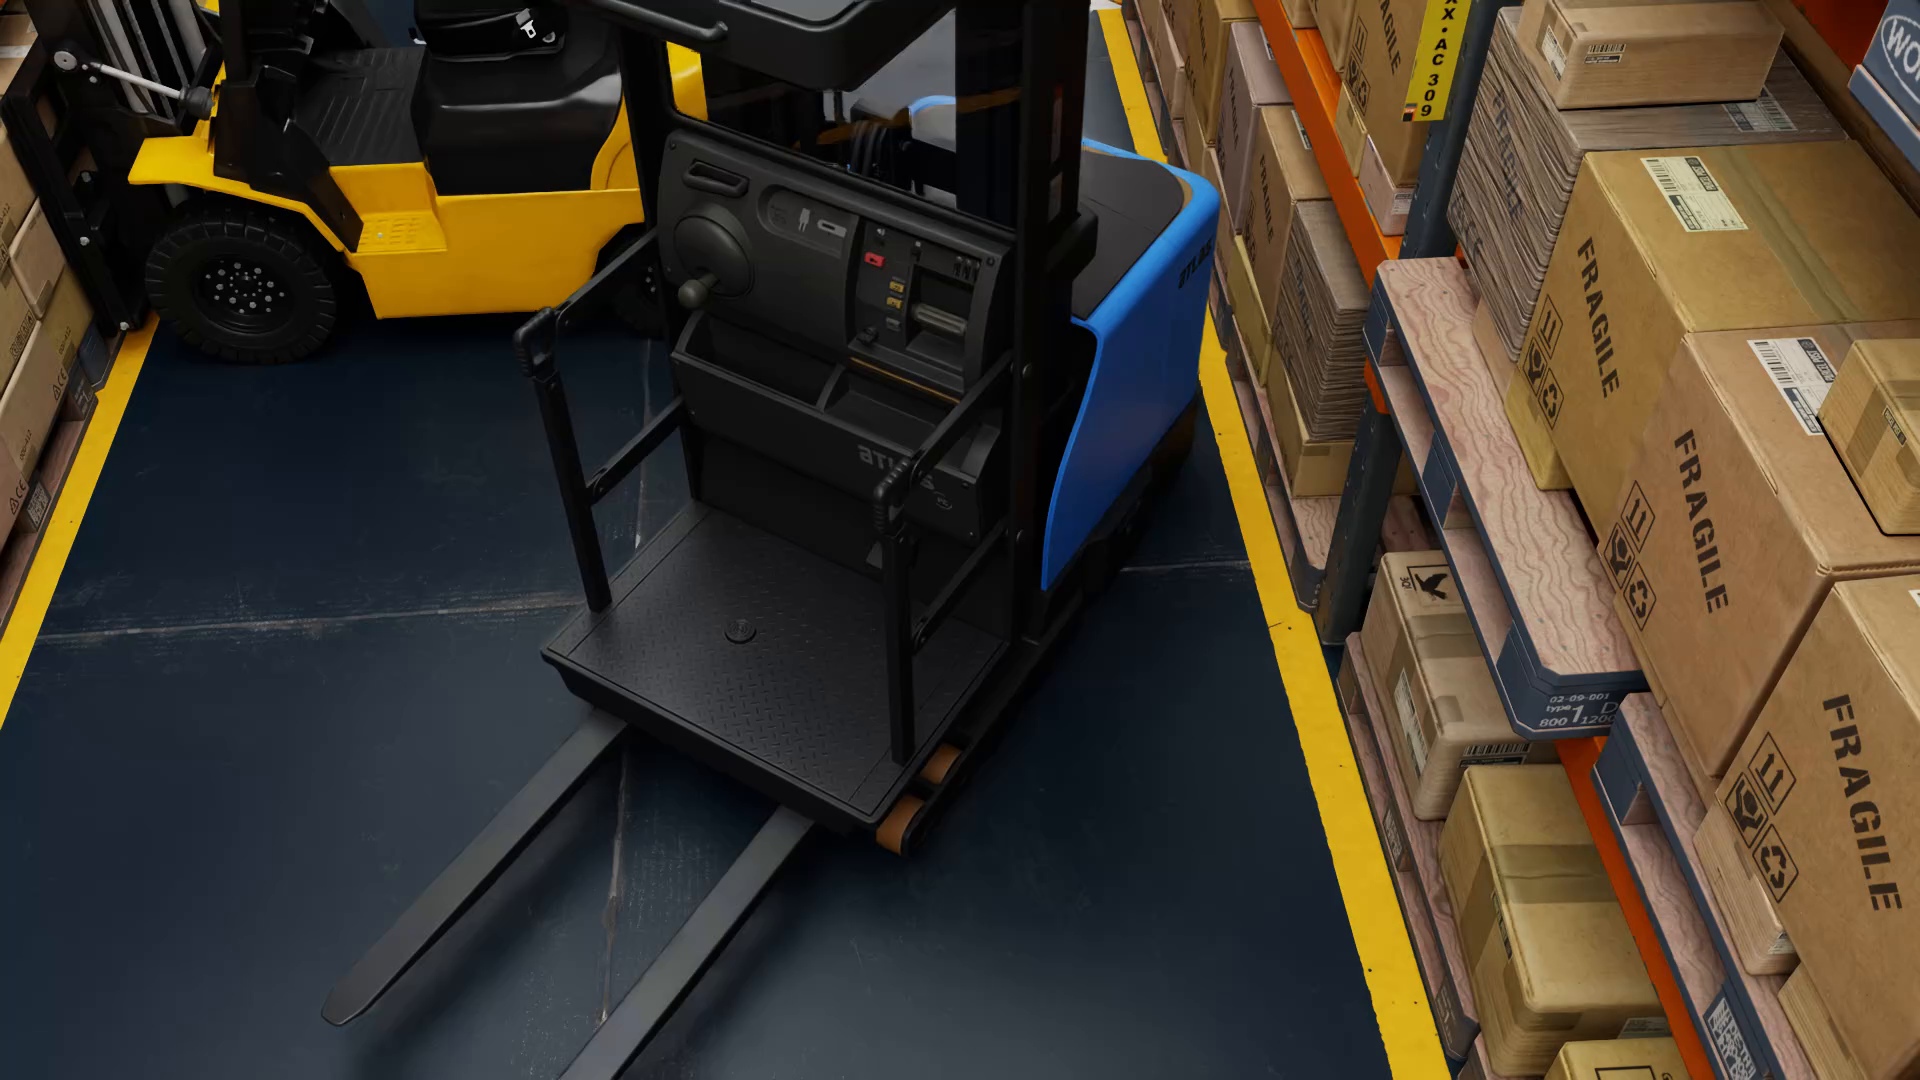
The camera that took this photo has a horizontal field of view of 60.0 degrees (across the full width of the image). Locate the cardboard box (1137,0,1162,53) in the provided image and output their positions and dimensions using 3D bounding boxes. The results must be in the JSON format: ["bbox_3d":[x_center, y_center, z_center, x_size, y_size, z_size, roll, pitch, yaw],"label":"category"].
[{"bbox_3d":[1.028,-2.279,6.947,0.500,0.250,0.500,-4,47,-4],"label":"cardboard box"}]

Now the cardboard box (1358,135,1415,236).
[{"bbox_3d":[1.240,-0.914,4.222,0.380,0.149,0.250,-4,47,-4],"label":"cardboard box"}]

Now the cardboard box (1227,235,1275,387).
[{"bbox_3d":[1.199,-0.781,5.528,0.500,0.250,0.500,-5,47,-4],"label":"cardboard box"}]

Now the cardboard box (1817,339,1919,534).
[{"bbox_3d":[1.451,-0.149,2.315,0.380,0.149,0.250,-1,47,-1],"label":"cardboard box"}]

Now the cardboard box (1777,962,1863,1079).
[{"bbox_3d":[1.435,0.711,2.395,0.380,0.149,0.250,-5,47,-5],"label":"cardboard box"}]

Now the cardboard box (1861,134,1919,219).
[{"bbox_3d":[1.881,-0.388,2.989,0.500,0.500,0.500,-3,47,-3],"label":"cardboard box"}]

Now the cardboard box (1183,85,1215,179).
[{"bbox_3d":[1.121,-1.515,6.223,0.500,0.250,0.500,-1,47,-1],"label":"cardboard box"}]

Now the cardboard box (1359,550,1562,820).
[{"bbox_3d":[1.617,0.352,4.371,0.950,0.372,0.625,-3,47,-3],"label":"cardboard box"}]

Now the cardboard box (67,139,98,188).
[{"bbox_3d":[-3.224,-1.315,5.690,0.500,0.250,0.500,-4,47,-3],"label":"cardboard box"}]

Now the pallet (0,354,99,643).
[{"bbox_3d":[-3.400,-0.101,5.200,1.003,0.211,1.213,-3,47,-3],"label":"pallet"}]

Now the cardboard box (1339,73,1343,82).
[{"bbox_3d":[1.268,-1.287,4.576,0.380,0.149,0.250,-3,47,-3],"label":"cardboard box"}]

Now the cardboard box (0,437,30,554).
[{"bbox_3d":[-3.086,-0.051,4.837,0.500,0.250,0.500,-3,47,-3],"label":"cardboard box"}]

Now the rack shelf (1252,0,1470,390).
[{"bbox_3d":[1.403,-1.986,5.560,1.077,0.370,4.000,-3,47,-3],"label":"rack shelf"}]

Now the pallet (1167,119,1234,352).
[{"bbox_3d":[1.374,-1.196,6.237,1.003,0.211,1.213,-3,47,-3],"label":"pallet"}]

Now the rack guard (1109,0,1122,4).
[{"bbox_3d":[1.242,-2.766,7.525,1.175,0.500,0.348,-3,47,-3],"label":"rack guard"}]

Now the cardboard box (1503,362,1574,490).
[{"bbox_3d":[1.314,-0.244,3.299,0.380,0.149,0.250,-3,47,-2],"label":"cardboard box"}]

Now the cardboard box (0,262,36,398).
[{"bbox_3d":[-3.152,-0.585,4.999,0.500,0.250,0.500,-4,47,-4],"label":"cardboard box"}]

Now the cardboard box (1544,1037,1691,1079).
[{"bbox_3d":[1.740,1.375,3.402,0.950,0.372,0.625,-2,47,-2],"label":"cardboard box"}]

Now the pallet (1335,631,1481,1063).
[{"bbox_3d":[1.637,0.736,4.408,1.003,0.211,1.213,-3,47,-3],"label":"pallet"}]

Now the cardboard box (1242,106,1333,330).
[{"bbox_3d":[1.209,-1.022,5.240,0.500,0.500,0.500,-3,47,-3],"label":"cardboard box"}]

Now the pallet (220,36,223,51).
[{"bbox_3d":[-3.604,-1.866,6.872,1.003,0.211,1.213,-3,47,-3],"label":"pallet"}]

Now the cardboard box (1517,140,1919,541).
[{"bbox_3d":[1.367,-0.348,2.951,0.500,0.500,0.500,-3,47,-3],"label":"cardboard box"}]

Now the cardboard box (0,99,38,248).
[{"bbox_3d":[-3.189,-1.123,5.164,0.500,0.250,0.500,-2,47,-2],"label":"cardboard box"}]

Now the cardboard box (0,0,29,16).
[{"bbox_3d":[-3.260,-1.871,5.872,0.500,0.250,0.500,-3,47,-3],"label":"cardboard box"}]

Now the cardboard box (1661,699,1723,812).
[{"bbox_3d":[1.413,0.324,2.761,0.380,0.149,0.250,-3,47,-3],"label":"cardboard box"}]

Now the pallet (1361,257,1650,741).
[{"bbox_3d":[1.490,-0.158,3.466,1.003,0.211,1.213,-3,47,-3],"label":"pallet"}]

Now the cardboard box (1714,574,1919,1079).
[{"bbox_3d":[1.448,0.381,2.260,0.500,0.500,0.500,-5,47,-5],"label":"cardboard box"}]

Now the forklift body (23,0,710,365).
[{"bbox_3d":[-1.734,-1.823,5.495,2.313,2.155,1.214,-3,47,-3],"label":"forklift body"}]

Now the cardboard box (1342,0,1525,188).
[{"bbox_3d":[1.286,-1.229,4.074,0.500,0.500,0.500,-5,47,-4],"label":"cardboard box"}]

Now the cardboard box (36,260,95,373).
[{"bbox_3d":[-3.202,-0.788,5.535,0.500,0.250,0.500,-3,47,-3],"label":"cardboard box"}]

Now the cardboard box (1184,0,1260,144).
[{"bbox_3d":[1.112,-1.778,5.956,0.500,0.500,0.500,-3,47,-3],"label":"cardboard box"}]

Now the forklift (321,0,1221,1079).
[{"bbox_3d":[-0.430,-0.559,3.761,1.130,2.935,3.031,24,51,21],"label":"forklift"}]
